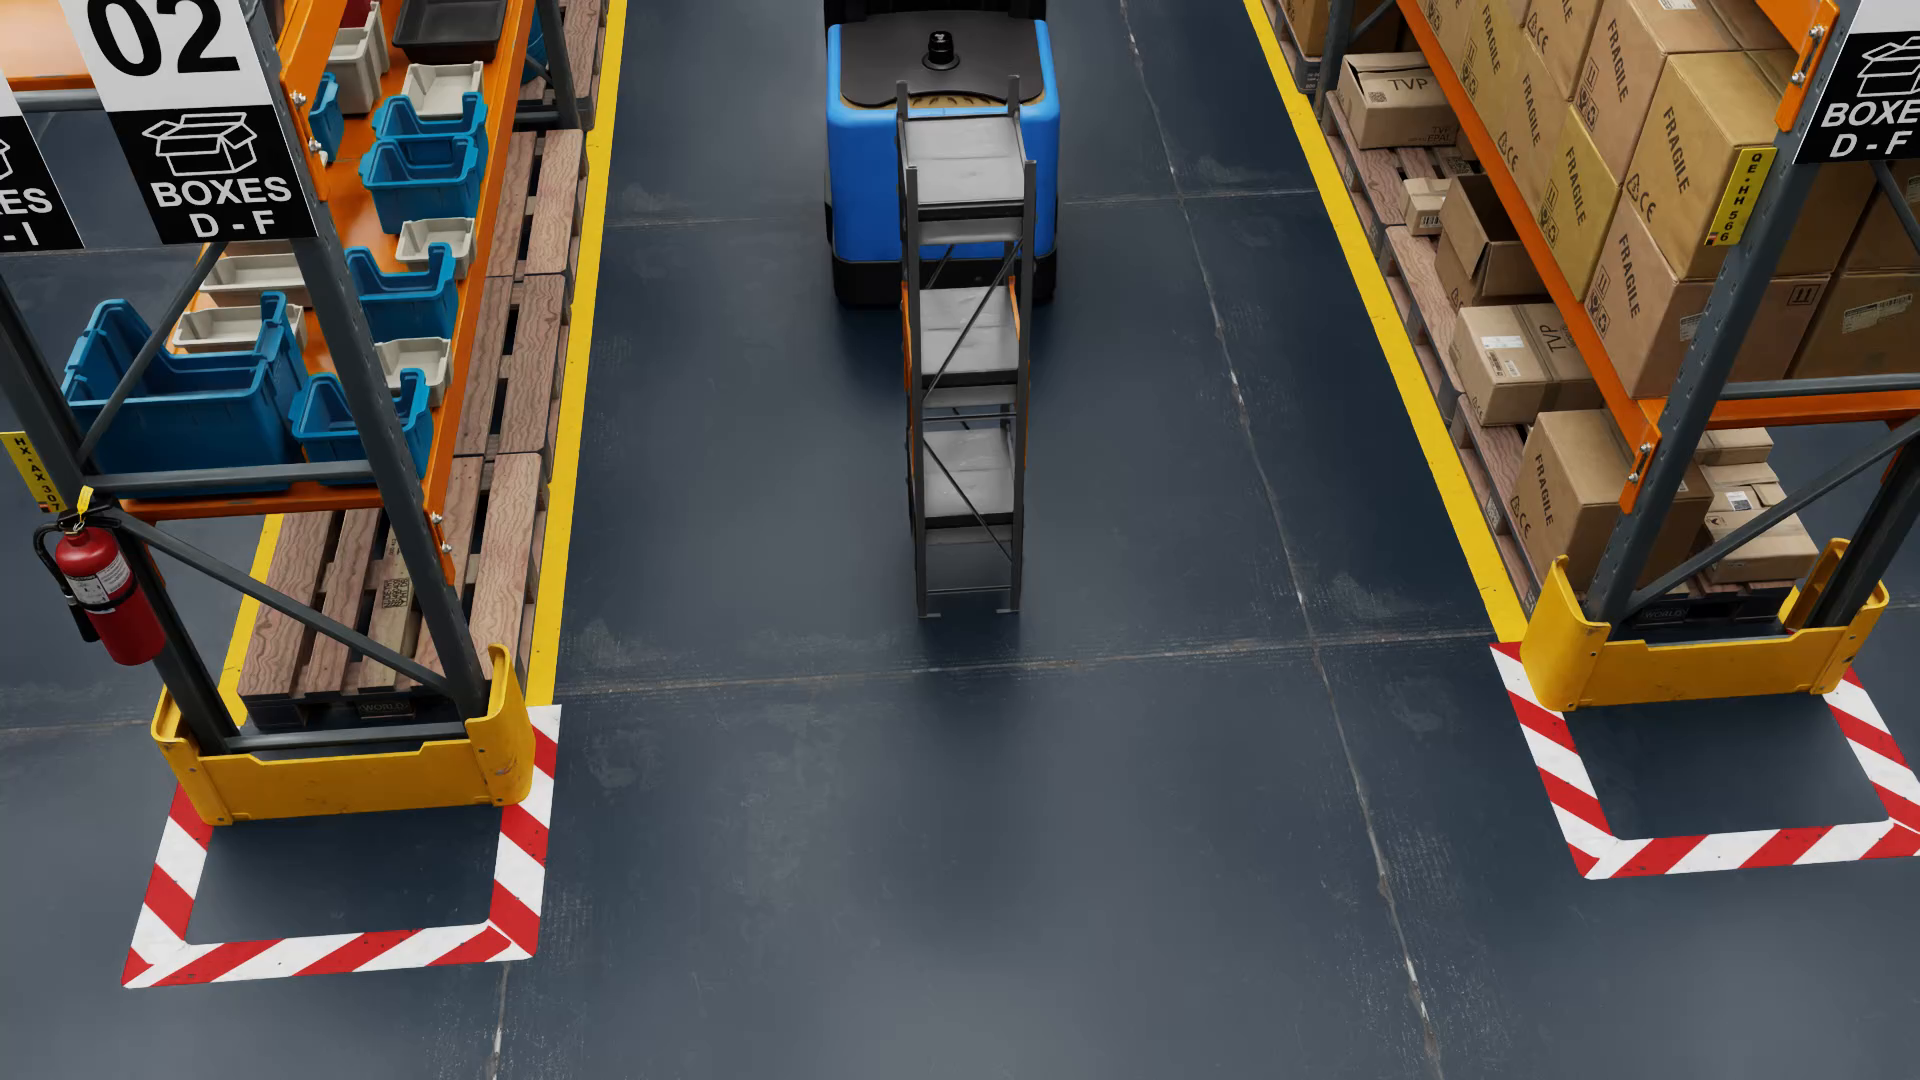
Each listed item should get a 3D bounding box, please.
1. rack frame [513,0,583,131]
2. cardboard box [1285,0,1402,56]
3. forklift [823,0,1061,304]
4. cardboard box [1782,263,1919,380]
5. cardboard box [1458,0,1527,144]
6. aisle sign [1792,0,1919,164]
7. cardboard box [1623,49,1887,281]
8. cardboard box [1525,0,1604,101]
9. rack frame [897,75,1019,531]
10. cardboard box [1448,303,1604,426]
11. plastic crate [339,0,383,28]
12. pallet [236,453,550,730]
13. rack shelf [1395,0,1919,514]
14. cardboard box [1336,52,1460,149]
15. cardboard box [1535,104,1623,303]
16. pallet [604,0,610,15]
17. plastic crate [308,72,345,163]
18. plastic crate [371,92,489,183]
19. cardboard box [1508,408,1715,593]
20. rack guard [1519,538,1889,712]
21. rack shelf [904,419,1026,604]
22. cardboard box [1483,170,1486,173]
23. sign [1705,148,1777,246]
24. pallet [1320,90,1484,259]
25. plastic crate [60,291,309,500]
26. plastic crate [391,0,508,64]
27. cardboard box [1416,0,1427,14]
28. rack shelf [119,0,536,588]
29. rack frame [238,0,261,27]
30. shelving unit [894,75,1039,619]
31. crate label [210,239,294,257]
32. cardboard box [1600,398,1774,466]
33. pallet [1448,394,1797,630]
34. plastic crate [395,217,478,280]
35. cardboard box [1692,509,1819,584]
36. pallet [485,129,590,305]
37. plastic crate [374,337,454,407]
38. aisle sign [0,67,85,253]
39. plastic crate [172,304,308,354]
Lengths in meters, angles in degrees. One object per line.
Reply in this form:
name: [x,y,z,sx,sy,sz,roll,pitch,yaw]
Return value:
rack frame: [-2.499,-3.080,7.738,1.000,3.000,0.127,-3,47,-3]
cardboard box: [2.110,-3.010,9.090,0.500,0.500,0.500,-4,47,-4]
forklift: [-0.134,-3.182,7.881,1.130,2.935,3.031,-2,47,-2]
cardboard box: [2.997,-0.856,5.562,0.500,0.500,0.500,-3,47,-2]
cardboard box: [2.338,-1.927,6.577,0.500,0.500,0.500,-4,47,-4]
aisle sign: [2.472,-1.310,4.271,0.394,0.787,0.004,-3,47,-3]
cardboard box: [2.461,-1.168,5.169,0.500,0.500,0.500,-4,47,-4]
cardboard box: [2.369,-1.908,5.870,0.500,0.500,0.500,-2,47,-2]
rack frame: [-0.007,-0.779,6.178,0.400,2.100,0.015,-3,47,-3]
cardboard box: [2.431,-0.758,7.129,0.500,0.250,0.500,-3,47,-3]
plastic crate: [-2.674,-2.462,7.066,0.402,0.464,0.583,-3,47,-3]
pallet: [-2.195,0.174,6.577,1.003,0.211,1.213,-3,47,-3]
rack shelf: [2.604,-1.684,6.911,1.077,0.370,4.000,-3,47,-3]
cardboard box: [2.257,-2.288,8.537,0.500,0.311,0.500,-3,47,-3]
cardboard box: [2.416,-1.201,5.890,0.500,0.500,0.500,-3,47,-3]
pallet: [-2.628,-3.567,10.119,1.003,0.211,1.213,-3,47,-3]
plastic crate: [-2.592,-1.619,6.428,0.416,0.233,0.300,-3,47,-3]
plastic crate: [-1.992,-1.518,6.332,0.416,0.233,0.300,-3,47,-3]
cardboard box: [2.481,-0.155,6.386,0.500,0.500,0.500,-3,47,-3]
rack guard: [2.766,0.320,6.239,1.175,0.500,0.348,-3,47,-3]
rack shelf: [0.014,-0.112,6.529,0.431,0.518,0.480,-3,47,-3]
cardboard box: [2.830,-1.668,7.949,0.500,0.311,0.500,-3,47,-3]
sign: [2.217,-0.972,4.726,0.100,0.325,0.005,-3,47,-3]
pallet: [2.494,-1.923,8.562,1.003,0.211,1.213,-3,47,-3]
plastic crate: [-2.379,-0.450,5.181,0.616,0.435,0.499,-3,47,-3]
plastic crate: [-2.138,-2.213,7.064,0.437,0.125,0.590,-3,47,-3]
cardboard box: [2.254,-2.657,7.268,0.500,0.500,0.500,-3,47,-3]
rack shelf: [-2.332,-1.386,6.628,1.077,0.370,4.000,-3,47,-3]
rack frame: [-2.164,-2.249,2.819,1.000,3.000,0.127,-3,47,-3]
shelving unit: [0.014,-0.602,6.011,0.431,2.100,0.503,-3,47,-3]
crate label: [-2.471,-1.106,6.008,0.396,0.136,0.243,-3,47,-3]
cardboard box: [2.967,-0.463,6.849,0.500,0.250,0.500,-3,47,-3]
pallet: [2.698,-0.157,6.890,1.003,0.211,1.213,-3,47,-3]
plastic crate: [-1.858,-1.043,5.948,0.250,0.136,0.298,-3,47,-3]
cardboard box: [3.079,0.021,6.461,0.380,0.149,0.250,-3,47,-3]
pallet: [-2.399,-1.592,8.249,1.003,0.211,1.213,-3,47,-3]
plastic crate: [-1.801,-0.552,5.483,0.250,0.136,0.298,-3,47,-3]
aisle sign: [-2.450,-1.010,3.987,0.394,0.787,0.004,-3,47,-3]
plastic crate: [-2.413,-0.695,5.619,0.396,0.136,0.243,-3,47,-3]
